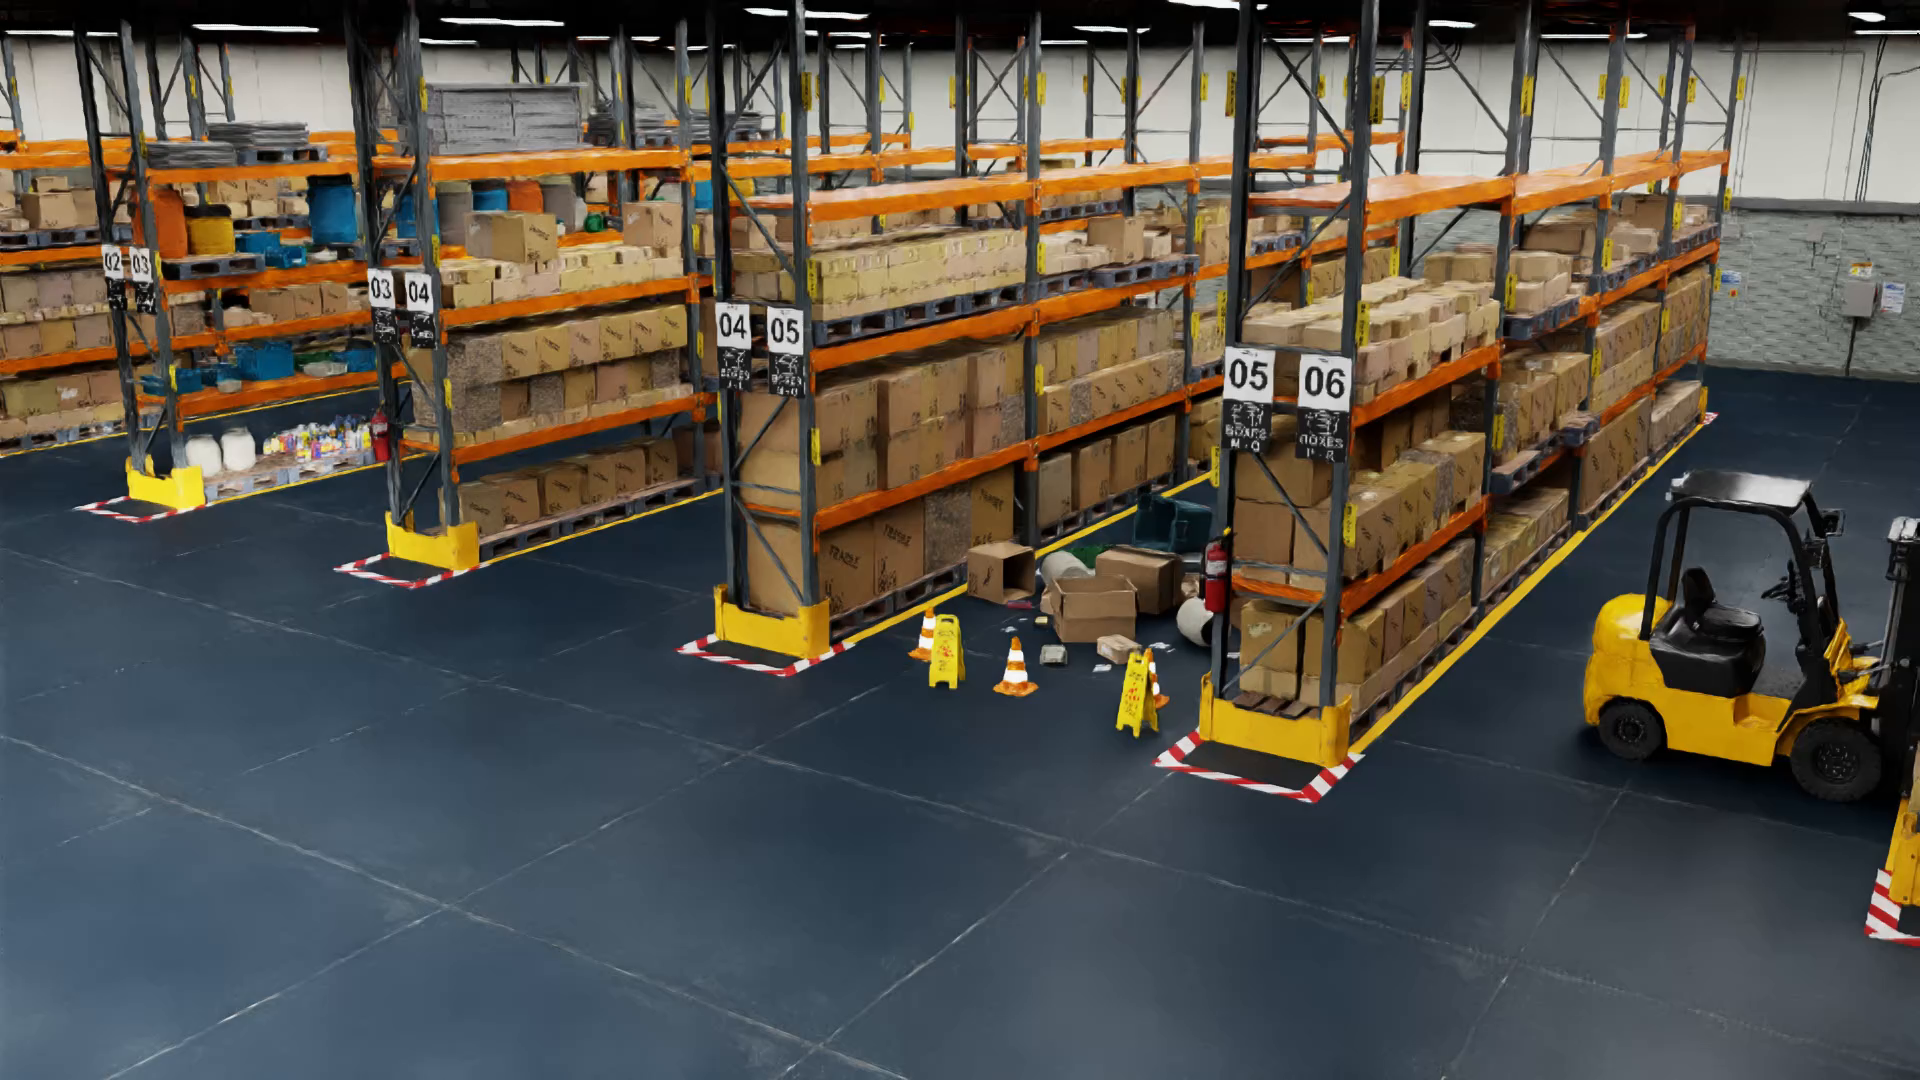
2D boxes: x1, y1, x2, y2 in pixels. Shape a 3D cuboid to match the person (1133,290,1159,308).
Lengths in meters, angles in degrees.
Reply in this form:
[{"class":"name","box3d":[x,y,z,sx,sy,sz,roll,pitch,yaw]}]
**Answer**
[{"class":"person","box3d":[3.756,-4.959,33.819,0.591,1.739,0.940,2,16,6]}]
